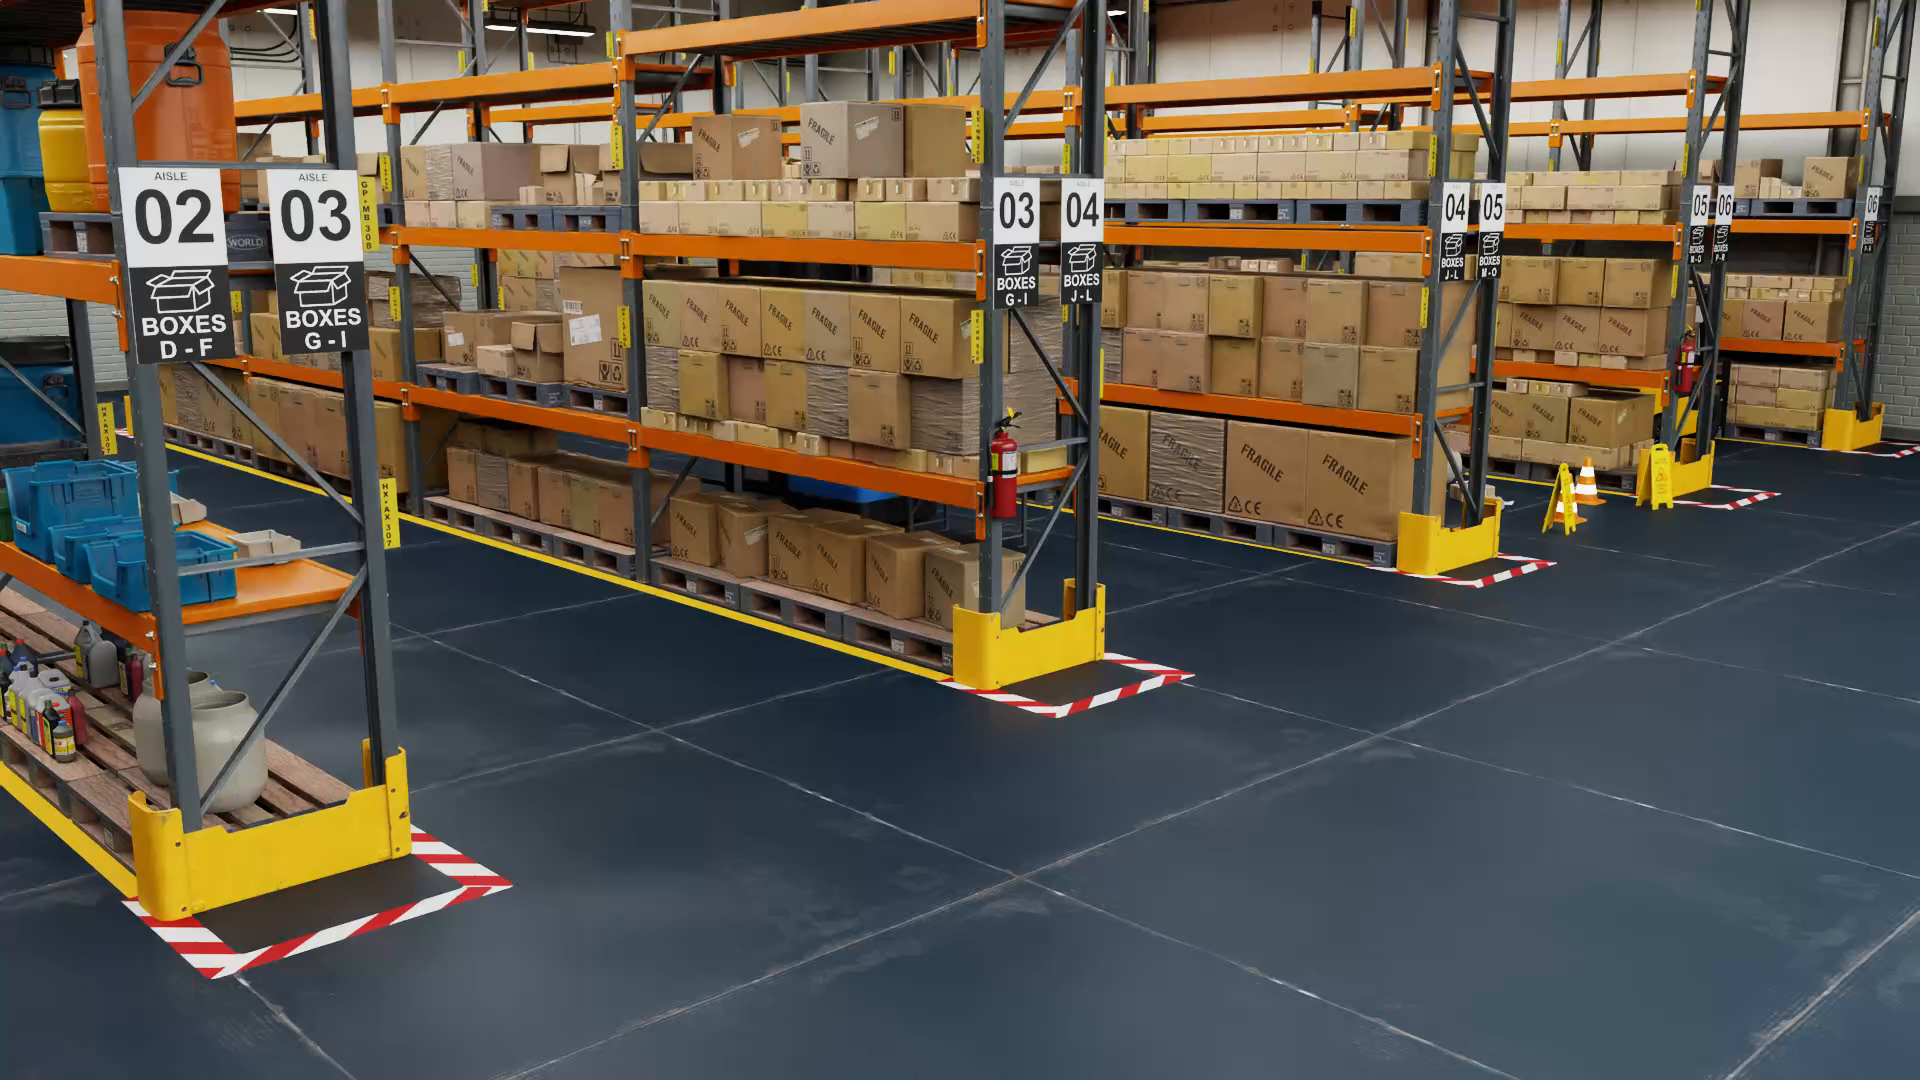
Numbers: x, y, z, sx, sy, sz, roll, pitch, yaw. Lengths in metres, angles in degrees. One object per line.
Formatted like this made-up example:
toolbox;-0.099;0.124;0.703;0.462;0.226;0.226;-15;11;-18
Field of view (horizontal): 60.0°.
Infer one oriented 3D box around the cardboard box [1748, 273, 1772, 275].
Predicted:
cardboard box;10.490;-3.417;21.811;0.380;0.149;0.250;-10;15;-41

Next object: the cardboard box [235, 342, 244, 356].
cardboard box;-8.213;-2.228;19.251;0.380;0.149;0.250;-11;16;-42

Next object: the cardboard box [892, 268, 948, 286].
cardboard box;-0.337;-2.768;18.526;0.700;0.500;0.500;-11;16;-43

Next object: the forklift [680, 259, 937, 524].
forklift;-1.635;-1.752;16.491;3.031;2.935;1.130;11;16;43

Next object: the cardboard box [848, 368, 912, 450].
cardboard box;-0.270;-0.935;11.372;0.875;0.500;0.500;-11;16;-43

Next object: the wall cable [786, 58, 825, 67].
wall cable;-2.744;-11.673;35.825;2.988;3.039;0.133;-11;16;-43

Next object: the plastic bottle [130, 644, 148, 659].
plastic bottle;-4.814;0.717;9.811;0.144;0.351;0.185;-11;16;-43

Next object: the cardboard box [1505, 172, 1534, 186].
cardboard box;6.159;-3.945;18.180;0.380;0.149;0.250;-10;16;-41

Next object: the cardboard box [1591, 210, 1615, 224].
cardboard box;6.886;-3.416;17.586;0.380;0.149;0.250;-10;15;-41

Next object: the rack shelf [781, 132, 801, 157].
rack shelf;-1.979;-6.415;26.859;1.077;0.370;4.000;-11;16;-43

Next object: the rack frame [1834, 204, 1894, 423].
rack frame;11.277;-2.674;20.794;1.000;3.000;0.127;-11;16;-43

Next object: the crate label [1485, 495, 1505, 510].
crate label;5.304;-0.364;16.678;0.298;0.136;0.250;3;12;16

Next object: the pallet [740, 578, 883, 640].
pallet;-0.904;0.453;12.530;1.003;0.211;1.213;-11;16;-43

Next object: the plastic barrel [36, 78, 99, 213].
plastic barrel;-3.939;-1.826;7.738;0.600;0.588;0.600;0;12;0

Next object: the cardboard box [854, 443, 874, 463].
cardboard box;-0.510;-0.637;11.531;0.380;0.149;0.250;-11;16;-43

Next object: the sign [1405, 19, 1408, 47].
sign;5.332;-6.073;19.914;0.100;0.325;0.005;-11;16;-43

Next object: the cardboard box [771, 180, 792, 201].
cardboard box;-1.109;-2.467;11.740;0.380;0.149;0.250;-10;16;-41

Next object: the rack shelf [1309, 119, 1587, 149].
rack shelf;7.133;-5.939;24.552;1.077;0.370;4.000;-11;16;-43

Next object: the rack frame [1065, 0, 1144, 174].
rack frame;1.417;-4.799;16.242;1.000;3.000;0.127;-11;16;-43

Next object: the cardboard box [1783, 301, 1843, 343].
cardboard box;10.747;-2.758;20.955;0.500;0.500;0.500;-11;16;-44

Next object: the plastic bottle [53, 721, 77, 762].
plastic bottle;-4.646;1.038;8.623;0.097;0.201;0.097;0;12;0

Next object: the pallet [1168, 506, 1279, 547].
pallet;2.732;-0.195;15.673;1.003;0.211;1.213;-11;16;-43

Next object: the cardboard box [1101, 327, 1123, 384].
cardboard box;1.680;-1.882;16.579;0.875;0.550;0.550;-11;16;-43

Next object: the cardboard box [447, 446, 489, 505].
cardboard box;-4.526;-0.664;16.145;0.500;0.500;0.700;11;16;42

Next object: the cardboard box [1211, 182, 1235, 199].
cardboard box;2.473;-3.139;14.953;0.380;0.149;0.250;-11;16;-42

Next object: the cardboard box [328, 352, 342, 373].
cardboard box;-6.224;-2.003;17.293;0.500;0.500;0.500;11;16;43

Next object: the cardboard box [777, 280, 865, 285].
cardboard box;-1.040;-1.695;12.583;0.500;0.500;0.500;-11;16;-43

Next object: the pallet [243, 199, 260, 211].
pallet;-8.323;-3.898;19.524;1.003;0.211;1.213;-11;16;-43

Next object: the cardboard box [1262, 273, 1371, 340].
cardboard box;3.216;-2.107;14.995;0.875;0.550;0.550;-11;16;-43

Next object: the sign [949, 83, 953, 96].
sign;-0.165;-8.368;31.053;0.100;0.325;0.005;-11;16;-43

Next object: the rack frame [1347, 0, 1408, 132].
rack frame;4.927;-5.503;19.662;1.000;3.000;0.127;-11;16;-43

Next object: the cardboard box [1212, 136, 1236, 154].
cardboard box;2.473;-3.529;14.872;0.380;0.149;0.250;-11;16;-43

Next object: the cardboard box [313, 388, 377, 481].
cardboard box;-6.074;-1.168;17.710;1.225;0.875;0.875;-11;16;-42

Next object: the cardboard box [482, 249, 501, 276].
cardboard box;-6.752;-4.194;24.710;0.500;0.500;0.500;-11;16;-43

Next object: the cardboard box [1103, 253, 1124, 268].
cardboard box;2.001;-3.794;23.505;0.500;0.500;0.500;11;16;43

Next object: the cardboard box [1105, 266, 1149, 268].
cardboard box;2.308;-3.451;22.543;0.500;0.500;0.500;11;16;44

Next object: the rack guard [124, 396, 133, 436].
rack guard;-10.544;-1.715;22.334;1.175;0.500;0.348;-11;16;-43

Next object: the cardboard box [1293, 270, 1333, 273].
cardboard box;4.464;-3.147;21.065;0.500;0.500;0.500;-11;16;-42

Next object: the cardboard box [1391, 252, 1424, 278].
cardboard box;5.411;-3.078;19.291;0.700;0.500;0.500;-11;16;-42

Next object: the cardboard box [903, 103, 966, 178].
cardboard box;-0.308;-2.763;11.572;0.500;0.500;0.500;-11;16;-43

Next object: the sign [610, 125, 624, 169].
sign;-2.639;-3.022;12.792;0.100;0.325;0.005;-11;16;-43

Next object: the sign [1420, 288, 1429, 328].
sign;3.777;-1.886;13.516;0.100;0.325;0.005;-11;16;-43

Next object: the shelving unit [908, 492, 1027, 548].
shelving unit;0.059;-0.722;15.038;0.538;1.500;1.048;-11;16;-43

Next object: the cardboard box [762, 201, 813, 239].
cardboard box;-1.041;-2.252;11.686;0.500;0.250;0.500;-11;16;-44

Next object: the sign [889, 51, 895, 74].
sign;-1.016;-7.132;24.861;0.100;0.325;0.005;-11;16;-43

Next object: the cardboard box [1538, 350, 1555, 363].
cardboard box;6.585;-2.035;18.318;0.380;0.149;0.250;-11;16;-42

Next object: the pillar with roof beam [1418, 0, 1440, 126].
pillar with roof beam;4.191;-6.115;22.630;9.100;9.000;0.548;-11;16;-43

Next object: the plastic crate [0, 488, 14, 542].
plastic crate;-5.089;-0.153;9.083;0.450;0.188;0.662;-11;16;-43

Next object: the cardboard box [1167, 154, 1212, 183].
cardboard box;2.250;-3.399;15.228;0.500;0.250;0.500;-11;16;-43

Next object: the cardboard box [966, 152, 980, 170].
cardboard box;0.057;-4.003;18.274;0.500;0.500;0.500;-11;16;-43

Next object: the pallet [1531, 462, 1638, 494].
pallet;7.101;-0.750;18.368;1.003;0.211;1.213;-11;16;-43

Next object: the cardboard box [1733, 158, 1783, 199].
cardboard box;10.160;-4.640;21.371;0.700;0.500;0.500;-11;16;-42

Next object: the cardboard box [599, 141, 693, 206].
cardboard box;-2.493;-2.992;13.609;0.637;0.503;0.797;11;16;42

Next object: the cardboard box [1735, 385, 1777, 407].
cardboard box;10.376;-1.880;21.474;0.500;0.250;0.500;-11;16;-43

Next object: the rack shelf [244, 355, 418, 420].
rack shelf;-6.384;-1.708;17.887;1.077;0.370;4.000;-11;16;-43

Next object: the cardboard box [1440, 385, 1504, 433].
cardboard box;5.874;-1.515;19.087;0.500;0.500;0.500;-10;15;-40

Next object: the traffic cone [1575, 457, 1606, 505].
traffic cone;6.459;-0.622;17.122;0.336;0.463;0.334;-11;16;-43
